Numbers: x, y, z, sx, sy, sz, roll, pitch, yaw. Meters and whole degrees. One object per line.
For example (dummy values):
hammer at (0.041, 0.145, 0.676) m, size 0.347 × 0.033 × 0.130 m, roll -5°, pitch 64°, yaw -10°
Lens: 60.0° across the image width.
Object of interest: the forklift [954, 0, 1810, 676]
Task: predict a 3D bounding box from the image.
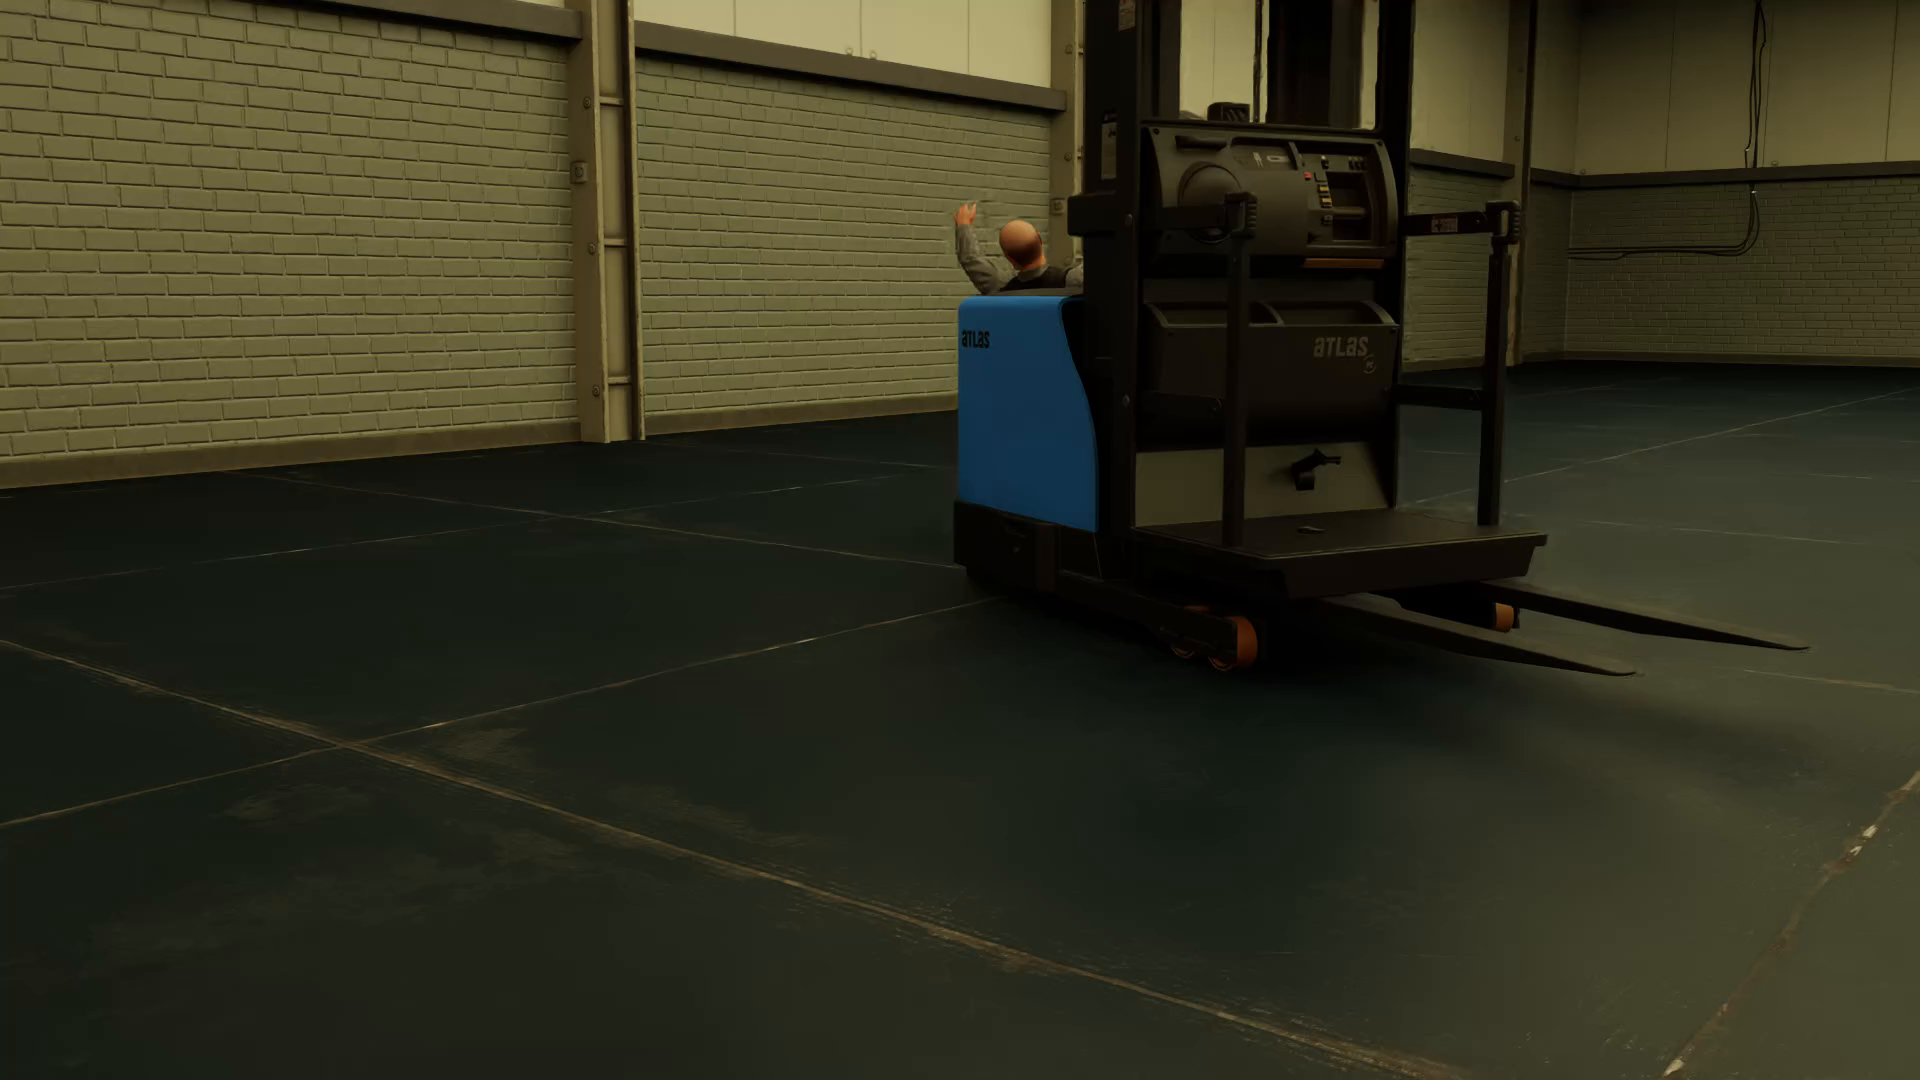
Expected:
forklift at (1.101, -1.142, 5.086) m, size 1.130 × 2.935 × 3.031 m, roll -4°, pitch 9°, yaw -27°

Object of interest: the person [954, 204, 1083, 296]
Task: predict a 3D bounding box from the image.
person at (0.397, -0.846, 7.684) m, size 1.015 × 1.631 × 0.786 m, roll 8°, pitch 11°, yaw 42°
